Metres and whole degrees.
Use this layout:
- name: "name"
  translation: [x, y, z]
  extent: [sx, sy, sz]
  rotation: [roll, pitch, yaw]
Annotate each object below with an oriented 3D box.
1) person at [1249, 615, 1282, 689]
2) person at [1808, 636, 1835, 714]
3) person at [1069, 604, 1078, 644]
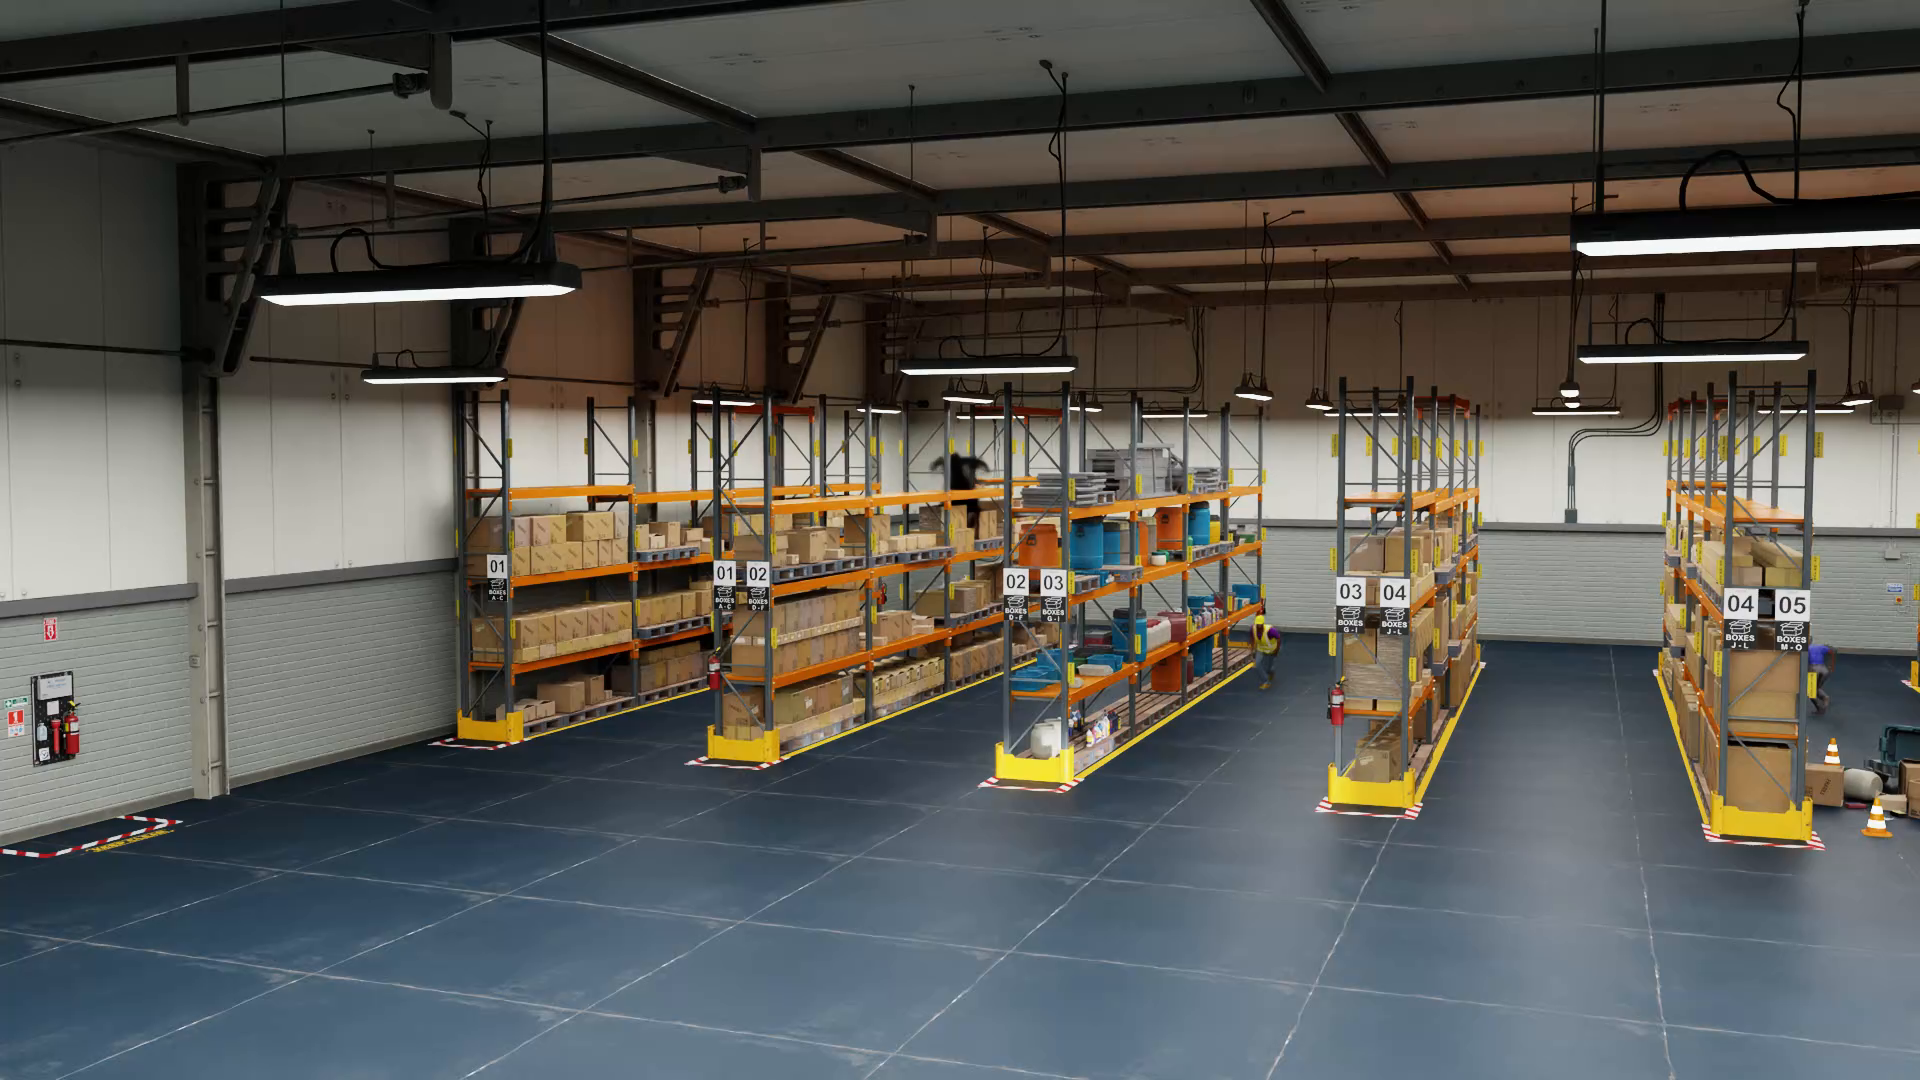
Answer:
- name: "person"
  translation: [6.379, 2.322, 34.587]
  extent: [0.711, 1.567, 1.029]
  rotation: [2, 4, 32]
- name: "person"
  translation: [16.239, 2.548, 31.495]
  extent: [0.600, 1.463, 0.776]
  rotation: [0, 3, -5]
- name: "person"
  translation: [2.891, 1.884, 42.808]
  extent: [0.586, 1.529, 0.769]
  rotation: [-1, 3, -24]
